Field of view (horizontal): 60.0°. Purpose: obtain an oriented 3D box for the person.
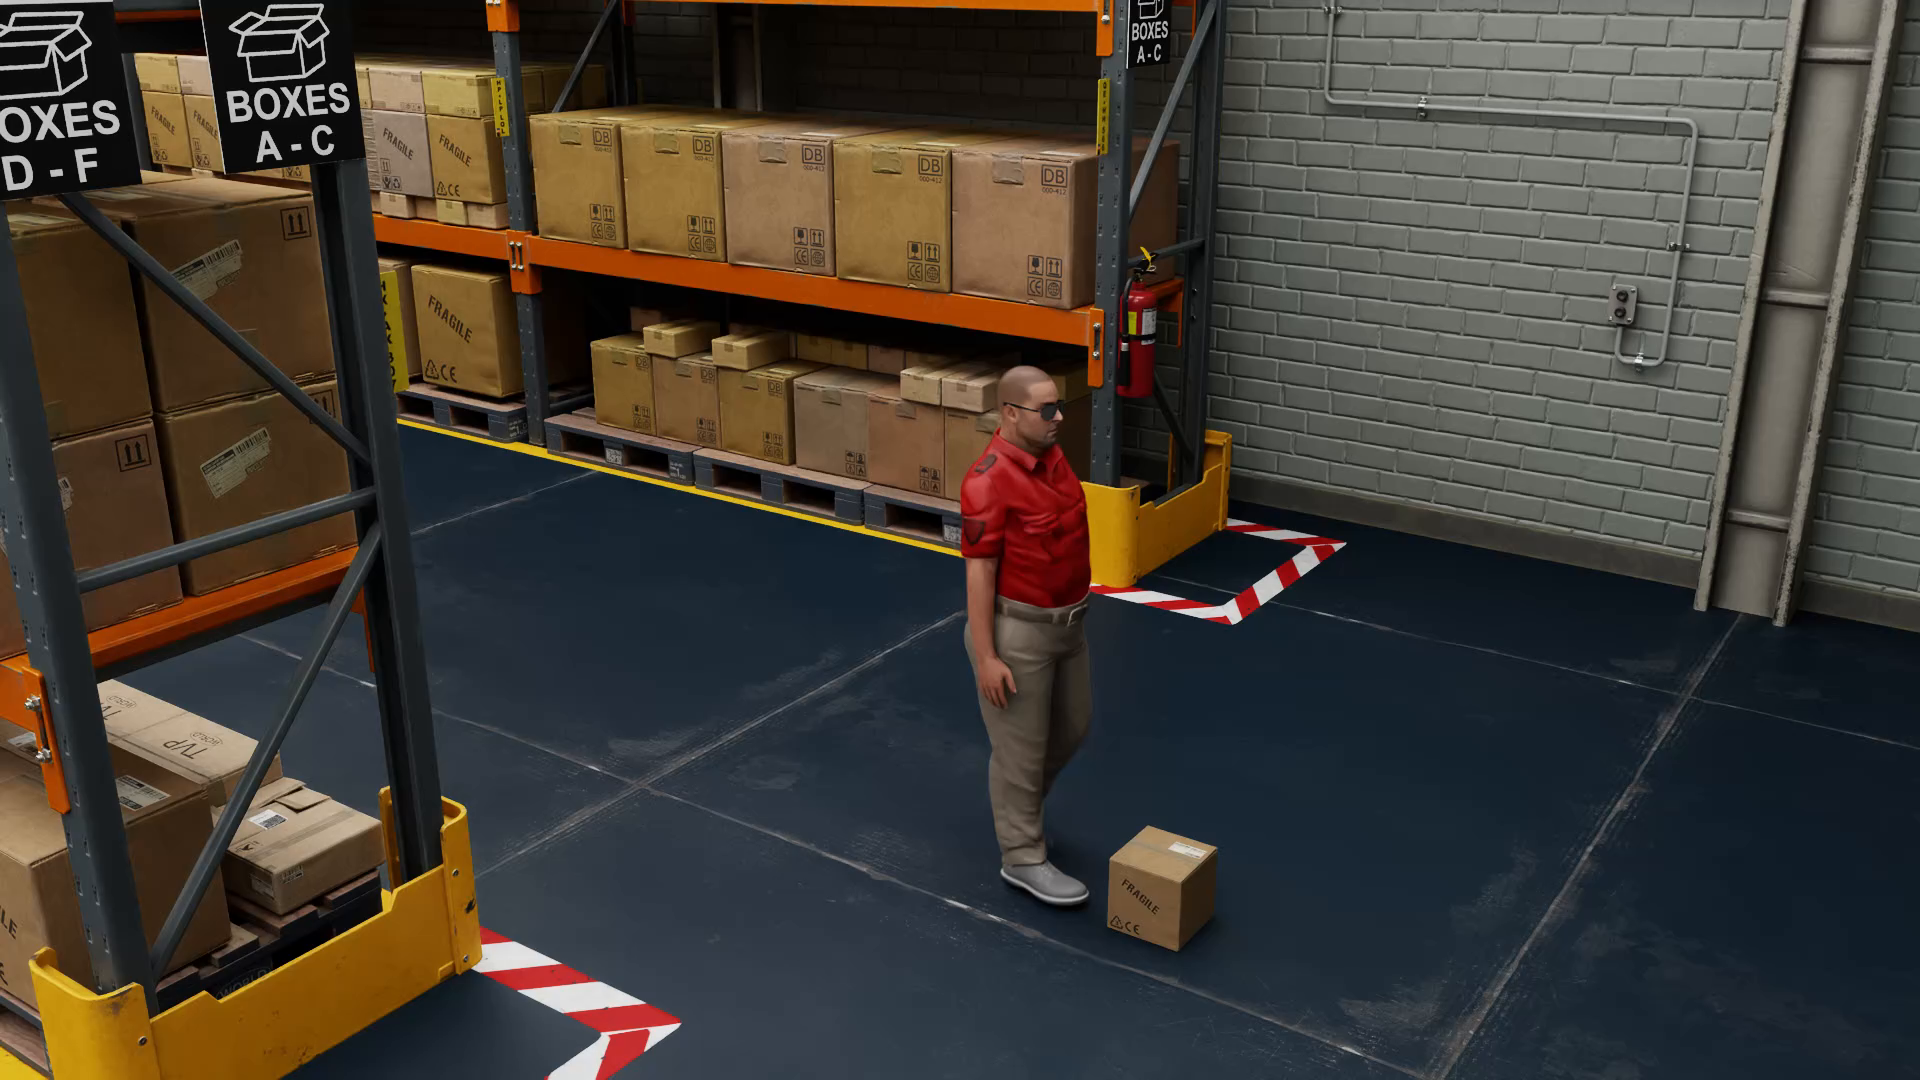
[{"bbox_3d":[0.225,0.333,5.257,0.529,1.792,0.556,13,23,32],"label":"person"}]
